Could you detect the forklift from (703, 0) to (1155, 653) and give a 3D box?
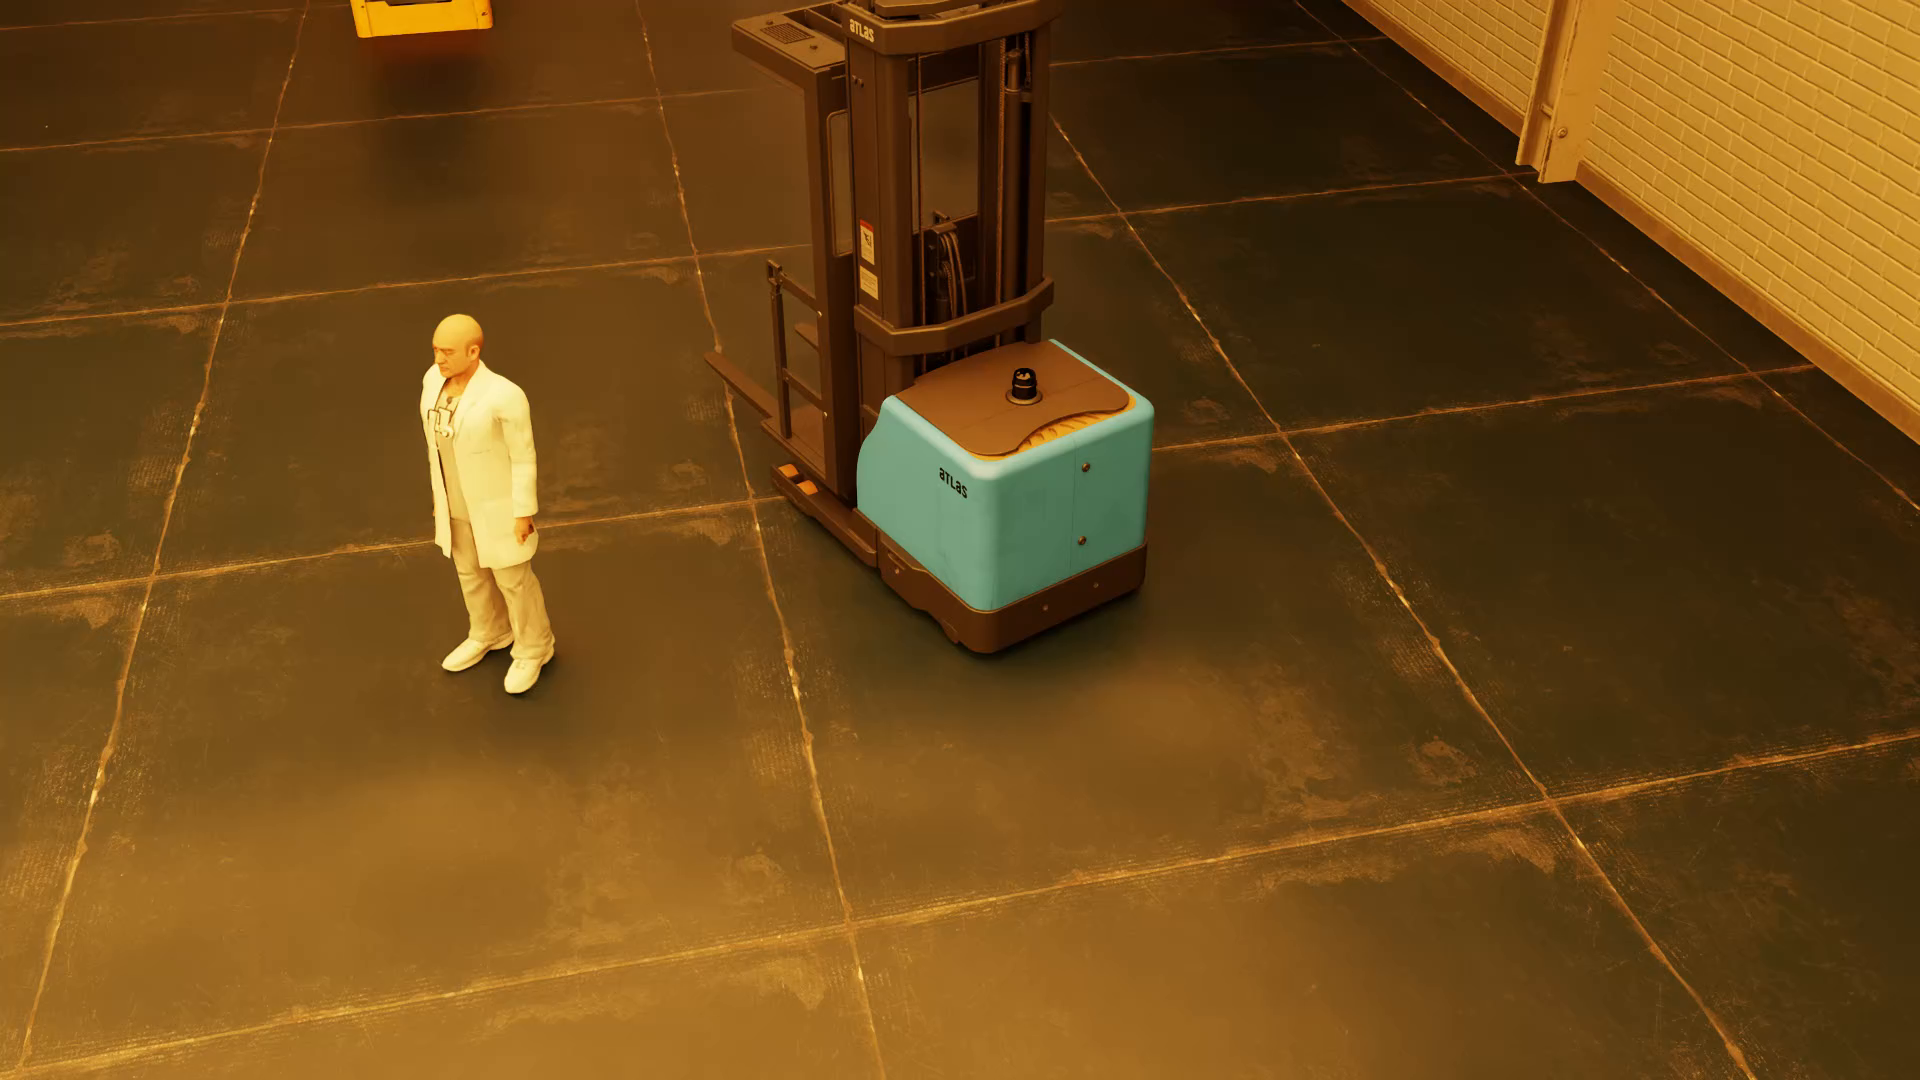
[{"bbox_3d":[-0.350,-1.480,8.107,1.130,2.935,3.031,-22,41,-28],"label":"forklift"}]

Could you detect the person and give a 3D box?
[{"bbox_3d":[-2.098,-0.145,7.238,0.550,1.781,0.392,17,39,22],"label":"person"}]
